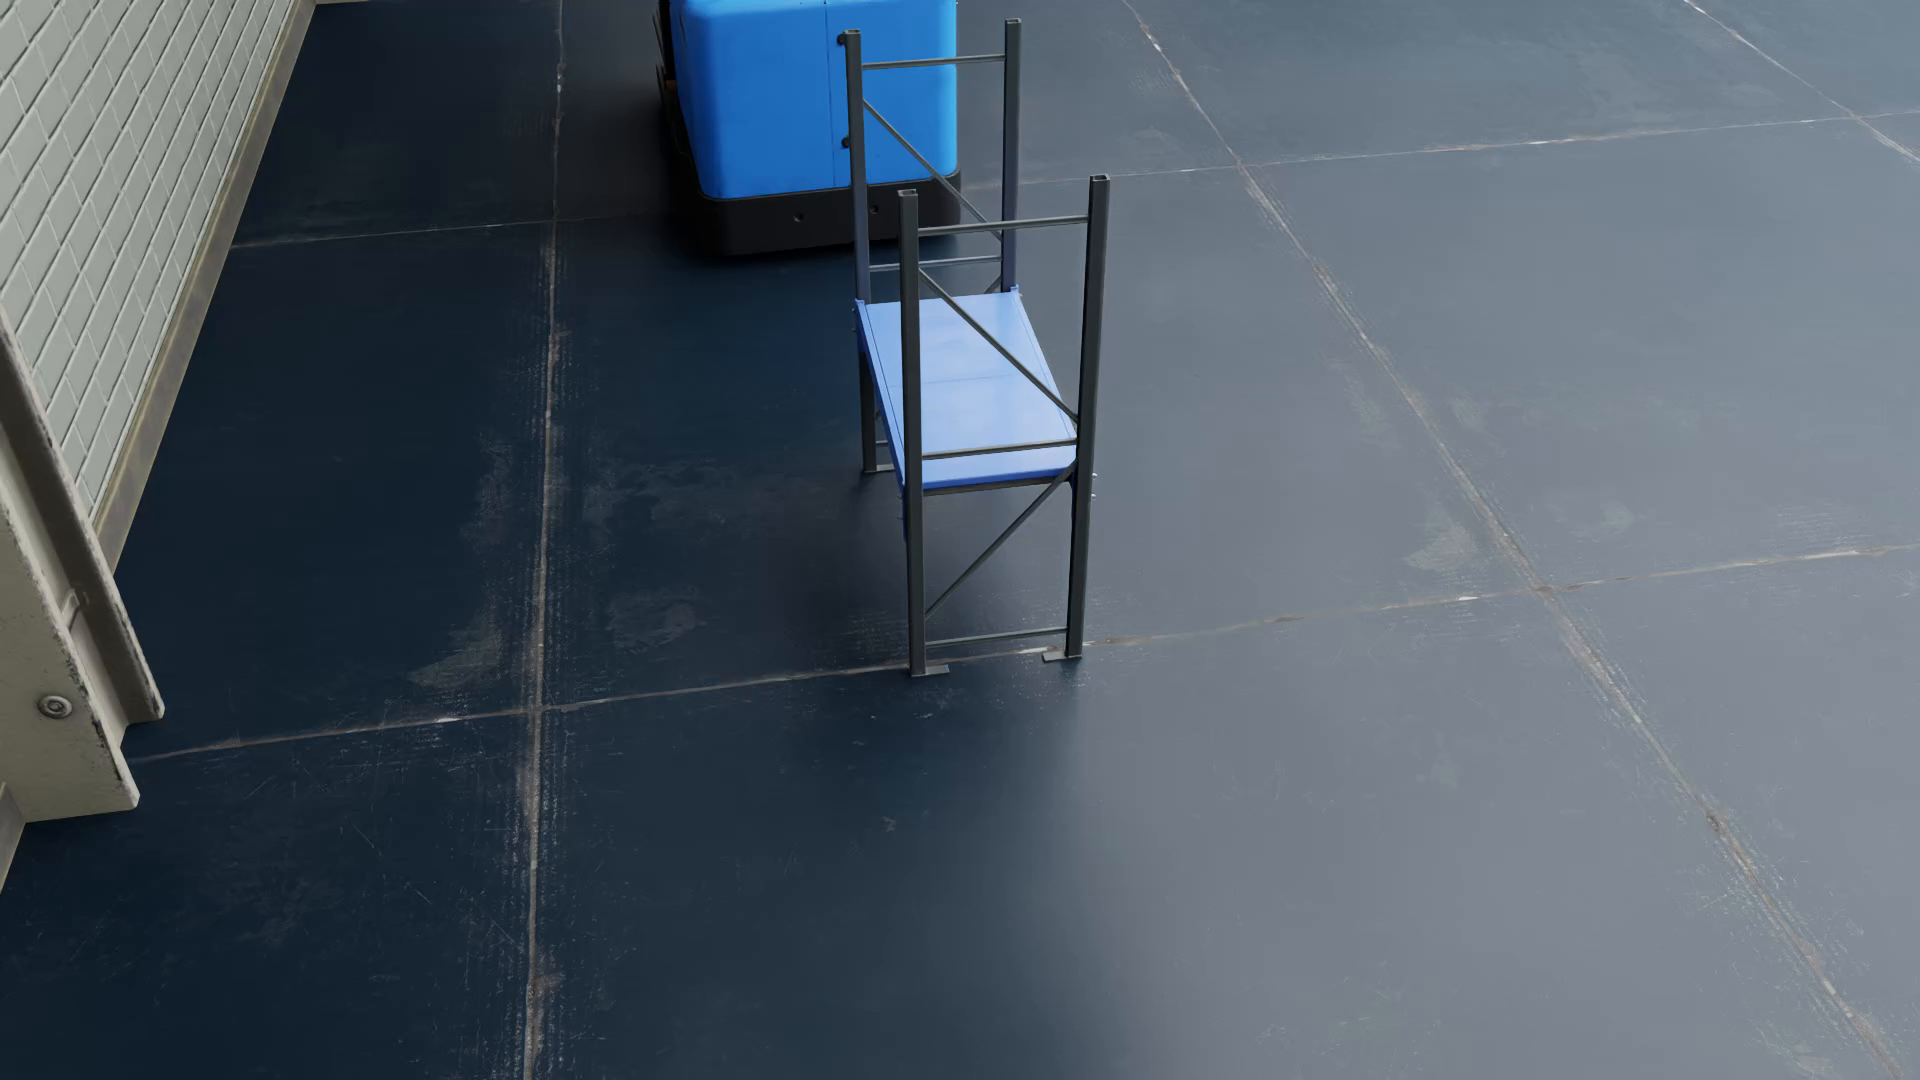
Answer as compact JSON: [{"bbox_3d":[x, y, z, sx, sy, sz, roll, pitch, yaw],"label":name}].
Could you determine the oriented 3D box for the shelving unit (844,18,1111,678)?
[{"bbox_3d":[0.015,-0.541,4.724,0.538,1.500,1.048,-6,38,-8],"label":"shelving unit"}]

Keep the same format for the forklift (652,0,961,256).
[{"bbox_3d":[-0.830,-3.189,6.966,1.130,2.935,3.031,-8,39,-10],"label":"forklift"}]

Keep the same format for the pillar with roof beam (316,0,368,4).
[{"bbox_3d":[0.845,-7.042,6.979,9.100,9.000,0.400,-6,38,-8],"label":"pillar with roof beam"}]

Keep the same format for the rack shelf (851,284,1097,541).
[{"bbox_3d":[0.015,-0.399,4.834,0.538,0.185,1.000,-6,38,-8],"label":"rack shelf"}]

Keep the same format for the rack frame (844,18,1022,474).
[{"bbox_3d":[-0.074,-0.848,5.119,0.500,1.500,0.032,-6,38,-8],"label":"rack frame"}]

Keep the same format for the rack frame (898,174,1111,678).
[{"bbox_3d":[0.104,-0.234,4.328,0.500,1.500,0.032,-6,38,-8],"label":"rack frame"}]

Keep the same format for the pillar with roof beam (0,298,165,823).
[{"bbox_3d":[1.897,-3.418,2.314,9.100,9.000,0.400,-6,38,-8],"label":"pillar with roof beam"}]
